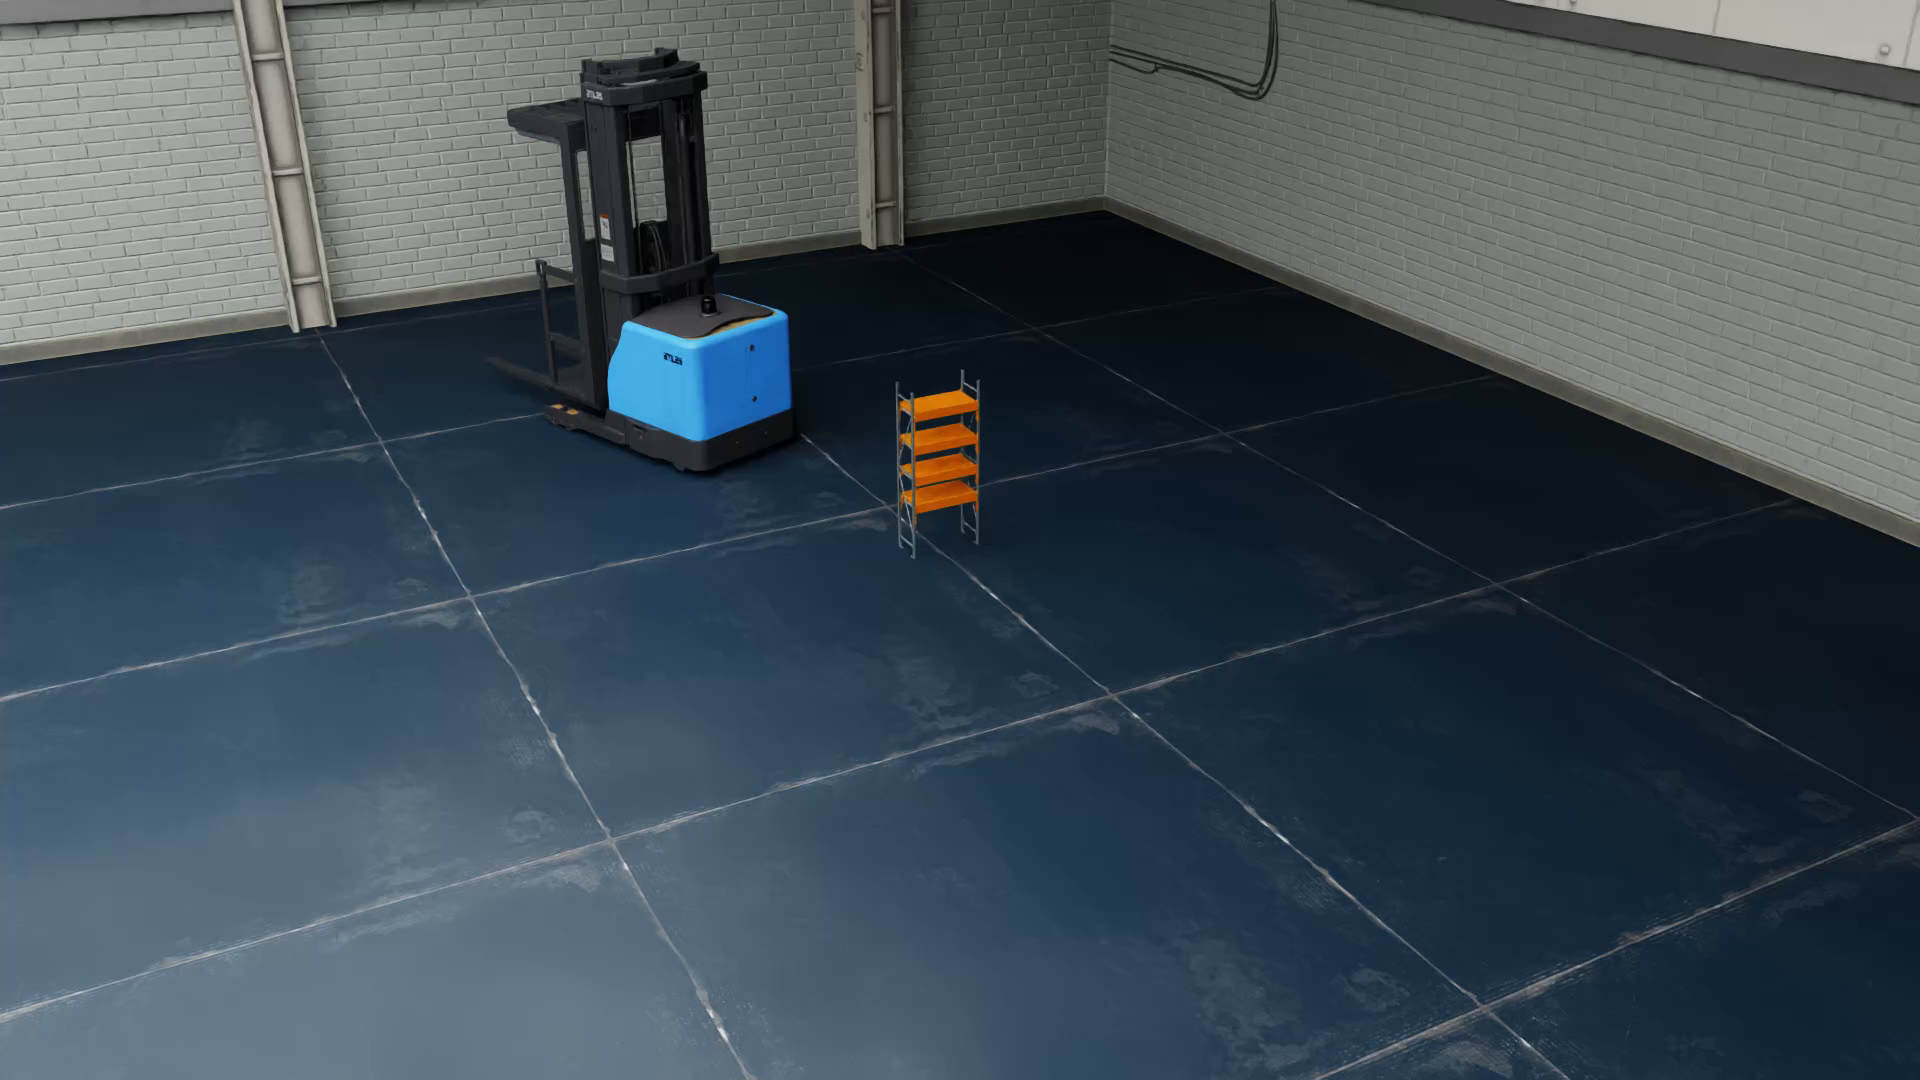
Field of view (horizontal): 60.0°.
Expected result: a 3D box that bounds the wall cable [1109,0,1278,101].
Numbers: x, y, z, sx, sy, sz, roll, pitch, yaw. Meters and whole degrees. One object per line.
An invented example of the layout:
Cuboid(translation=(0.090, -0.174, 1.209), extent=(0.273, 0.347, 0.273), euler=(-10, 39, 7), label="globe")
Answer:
Cuboid(translation=(2.366, -6.018, 17.277), extent=(0.112, 2.526, 3.097), euler=(-13, 29, -25), label="wall cable")

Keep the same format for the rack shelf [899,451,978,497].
Cuboid(translation=(-0.146, -0.447, 11.251), extent=(0.480, 0.148, 0.258), euler=(-13, 29, -25), label="rack shelf")

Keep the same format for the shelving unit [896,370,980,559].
Cuboid(translation=(-0.146, -0.507, 11.222), extent=(0.503, 1.200, 0.258), euler=(-13, 29, -25), label="shelving unit")

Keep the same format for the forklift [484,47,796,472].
Cuboid(translation=(-2.735, -2.355, 13.070), extent=(3.031, 2.935, 1.130), euler=(21, 33, 36), label="forklift")

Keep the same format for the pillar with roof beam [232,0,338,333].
Cuboid(translation=(-4.124, -4.457, 10.437), extent=(0.400, 9.000, 9.100), euler=(-13, 29, -25), label="pillar with roof beam")

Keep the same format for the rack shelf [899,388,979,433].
Cuboid(translation=(-0.146, -0.861, 11.052), extent=(0.480, 0.148, 0.258), euler=(-13, 29, -25), label="rack shelf")

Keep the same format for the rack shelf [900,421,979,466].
Cuboid(translation=(-0.146, -0.648, 11.155), extent=(0.480, 0.148, 0.258), euler=(-13, 29, -25), label="rack shelf")

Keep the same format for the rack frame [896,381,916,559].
Cuboid(translation=(-0.361, -0.457, 11.119), extent=(0.015, 1.200, 0.240), euler=(-13, 29, -25), label="rack frame")

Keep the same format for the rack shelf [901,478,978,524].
Cuboid(translation=(-0.146, -0.268, 11.337), extent=(0.480, 0.148, 0.258), euler=(-13, 29, -25), label="rack shelf")

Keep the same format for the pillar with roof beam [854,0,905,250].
Cuboid(translation=(1.170, -5.679, 12.983), extent=(0.400, 9.000, 9.100), euler=(-13, 29, -25), label="pillar with roof beam")

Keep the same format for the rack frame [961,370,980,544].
Cuboid(translation=(0.069, -0.557, 11.326), extent=(0.015, 1.200, 0.240), euler=(-13, 29, -25), label="rack frame")
